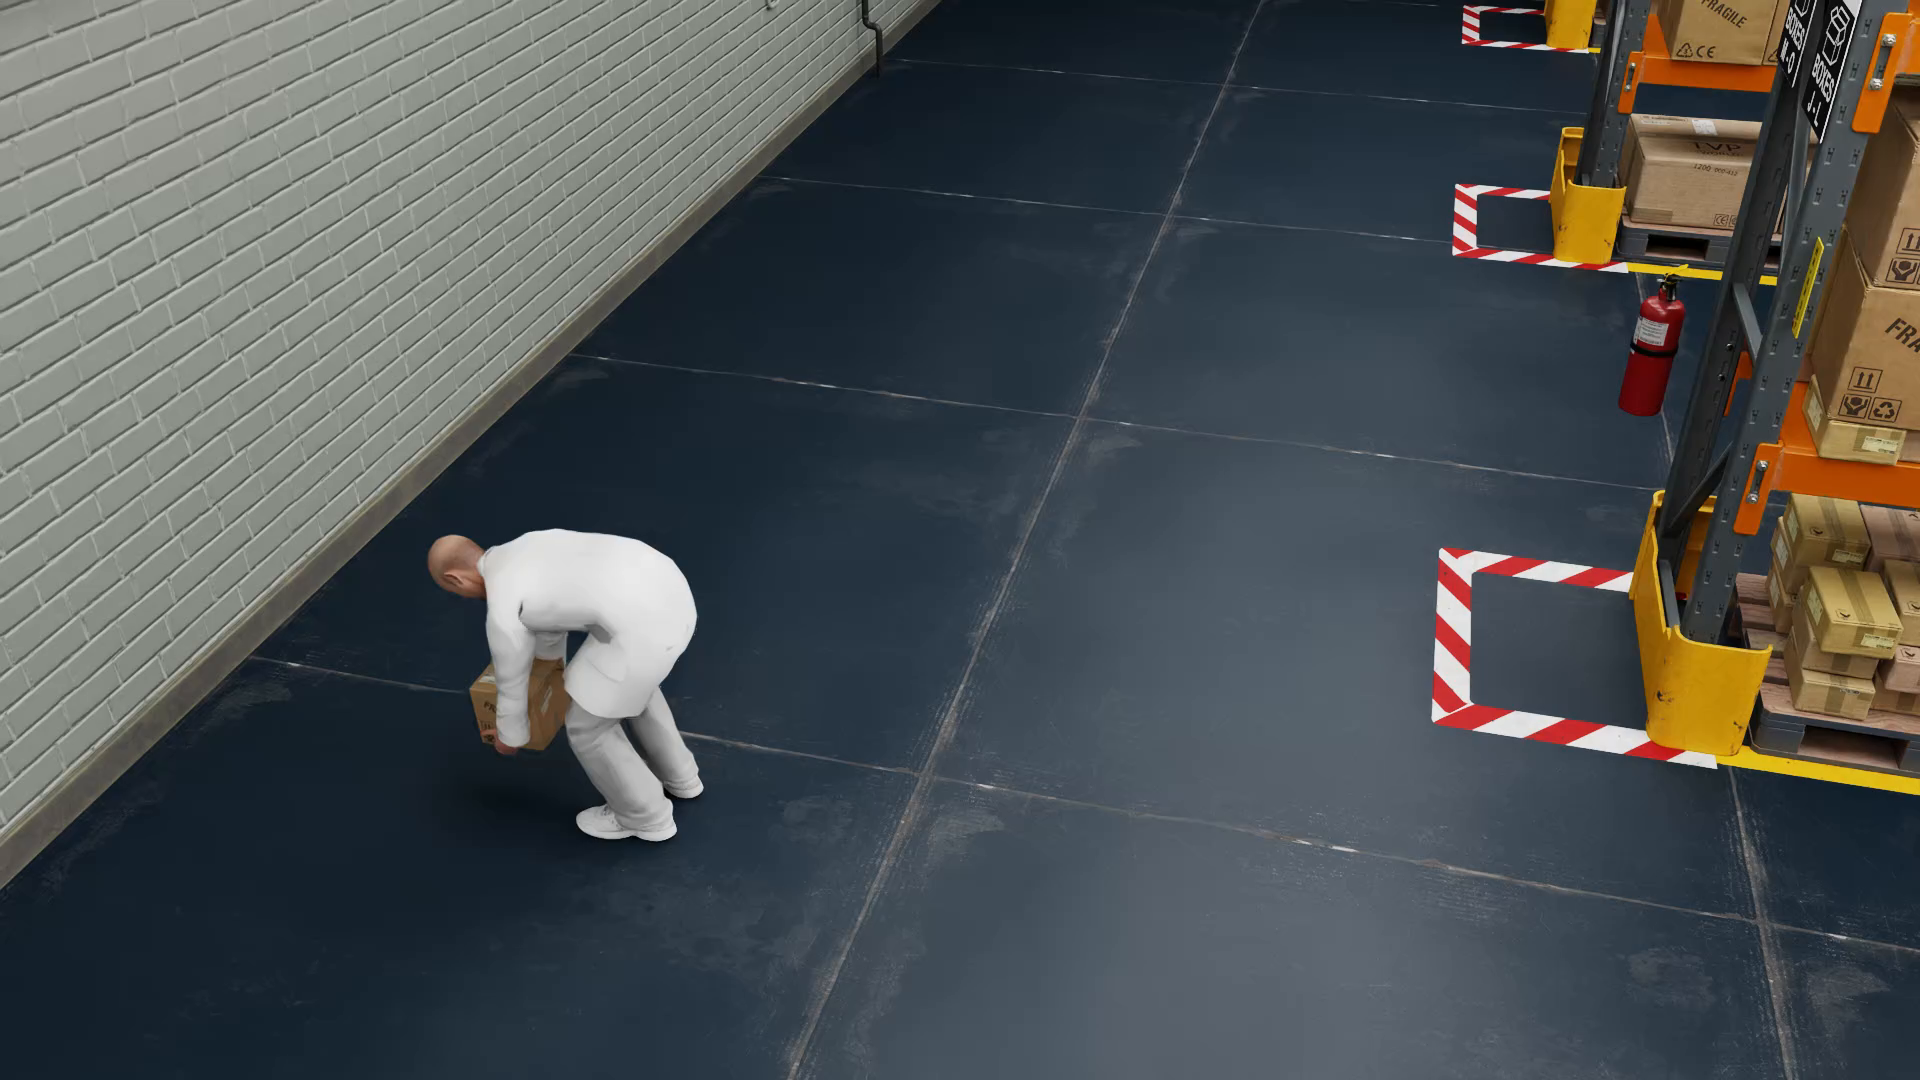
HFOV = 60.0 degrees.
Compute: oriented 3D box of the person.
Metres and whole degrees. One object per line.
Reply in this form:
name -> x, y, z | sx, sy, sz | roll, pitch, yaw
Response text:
person -> -1.392, 0.496, 5.967 | 0.948, 1.140, 0.568 | 7, 33, 11
